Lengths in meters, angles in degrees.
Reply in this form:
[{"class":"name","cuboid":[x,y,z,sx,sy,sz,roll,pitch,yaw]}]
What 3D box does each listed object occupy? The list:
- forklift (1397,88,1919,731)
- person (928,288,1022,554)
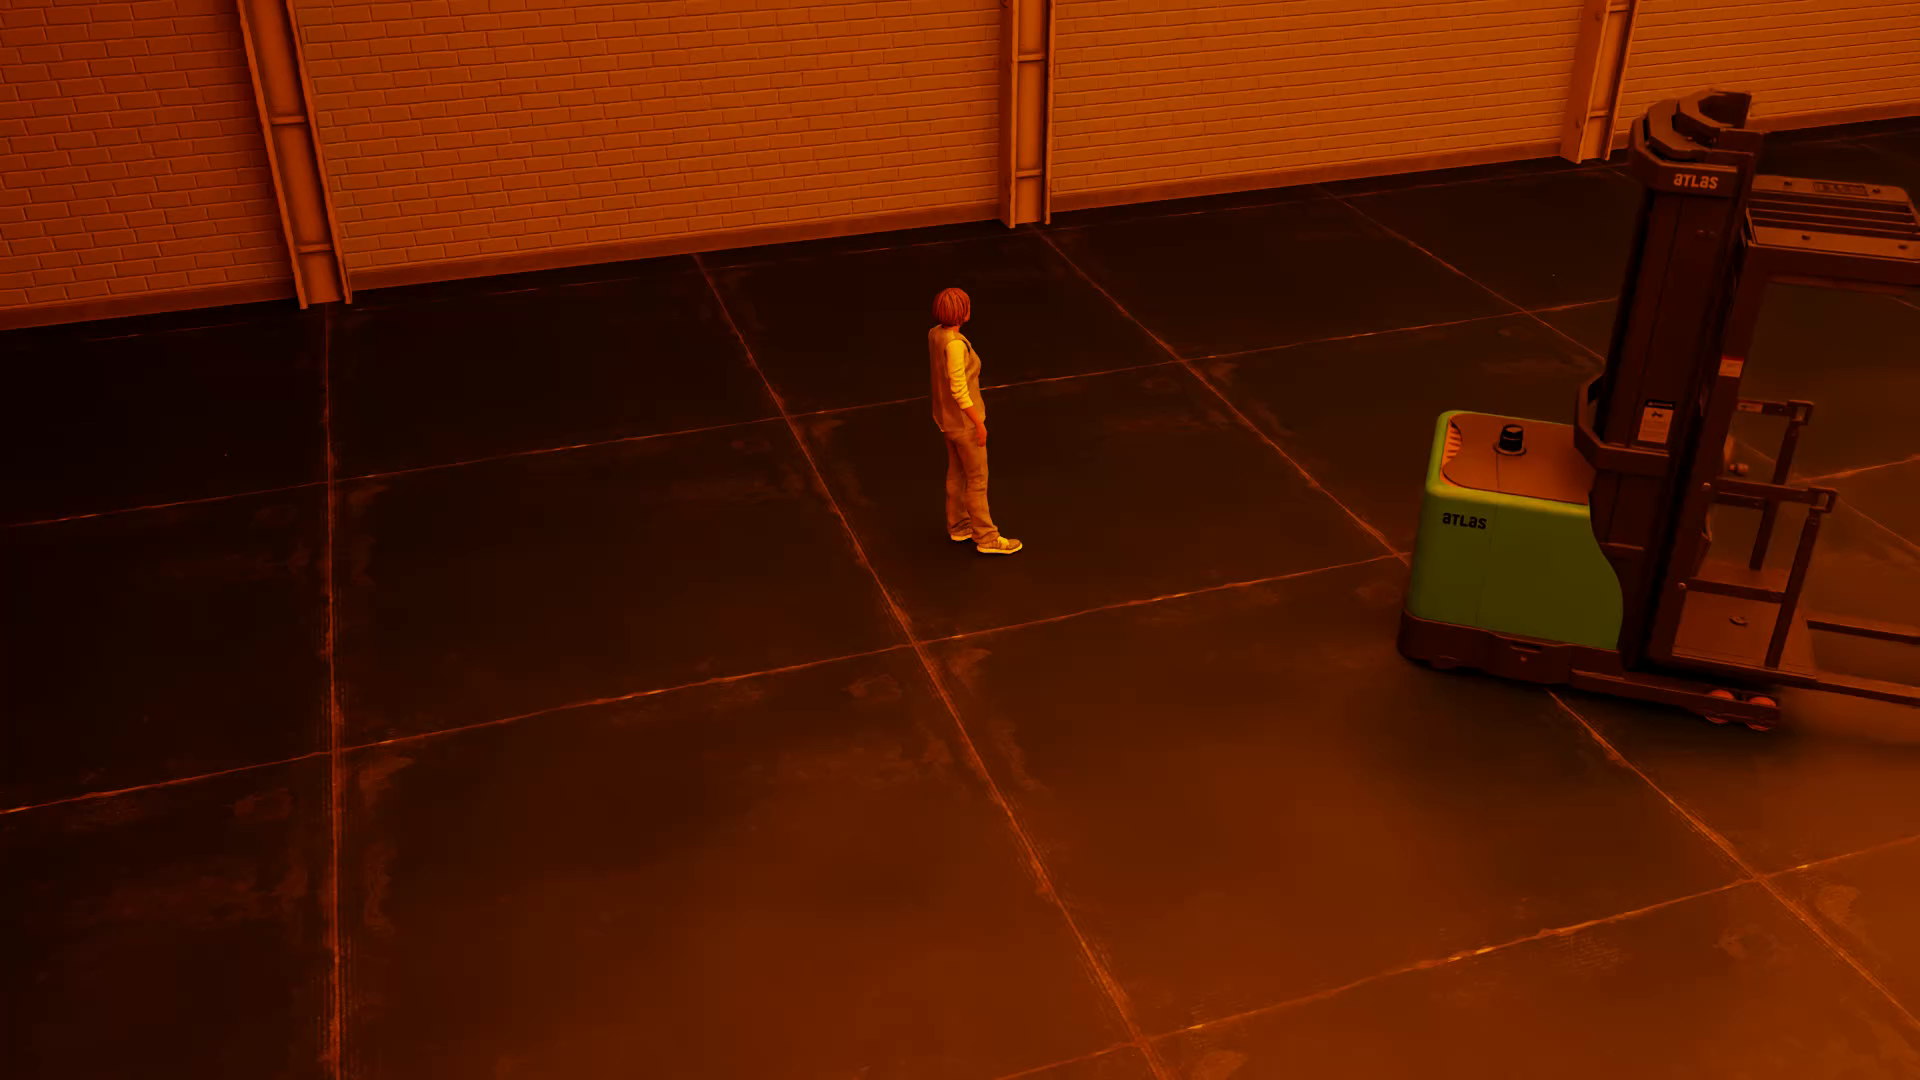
[{"class":"forklift","cuboid":[3.913,-0.611,8.149,3.031,2.935,1.130,9,31,16]},{"class":"person","cuboid":[0.074,-0.704,9.633,0.475,1.597,0.520,-10,31,-16]}]
